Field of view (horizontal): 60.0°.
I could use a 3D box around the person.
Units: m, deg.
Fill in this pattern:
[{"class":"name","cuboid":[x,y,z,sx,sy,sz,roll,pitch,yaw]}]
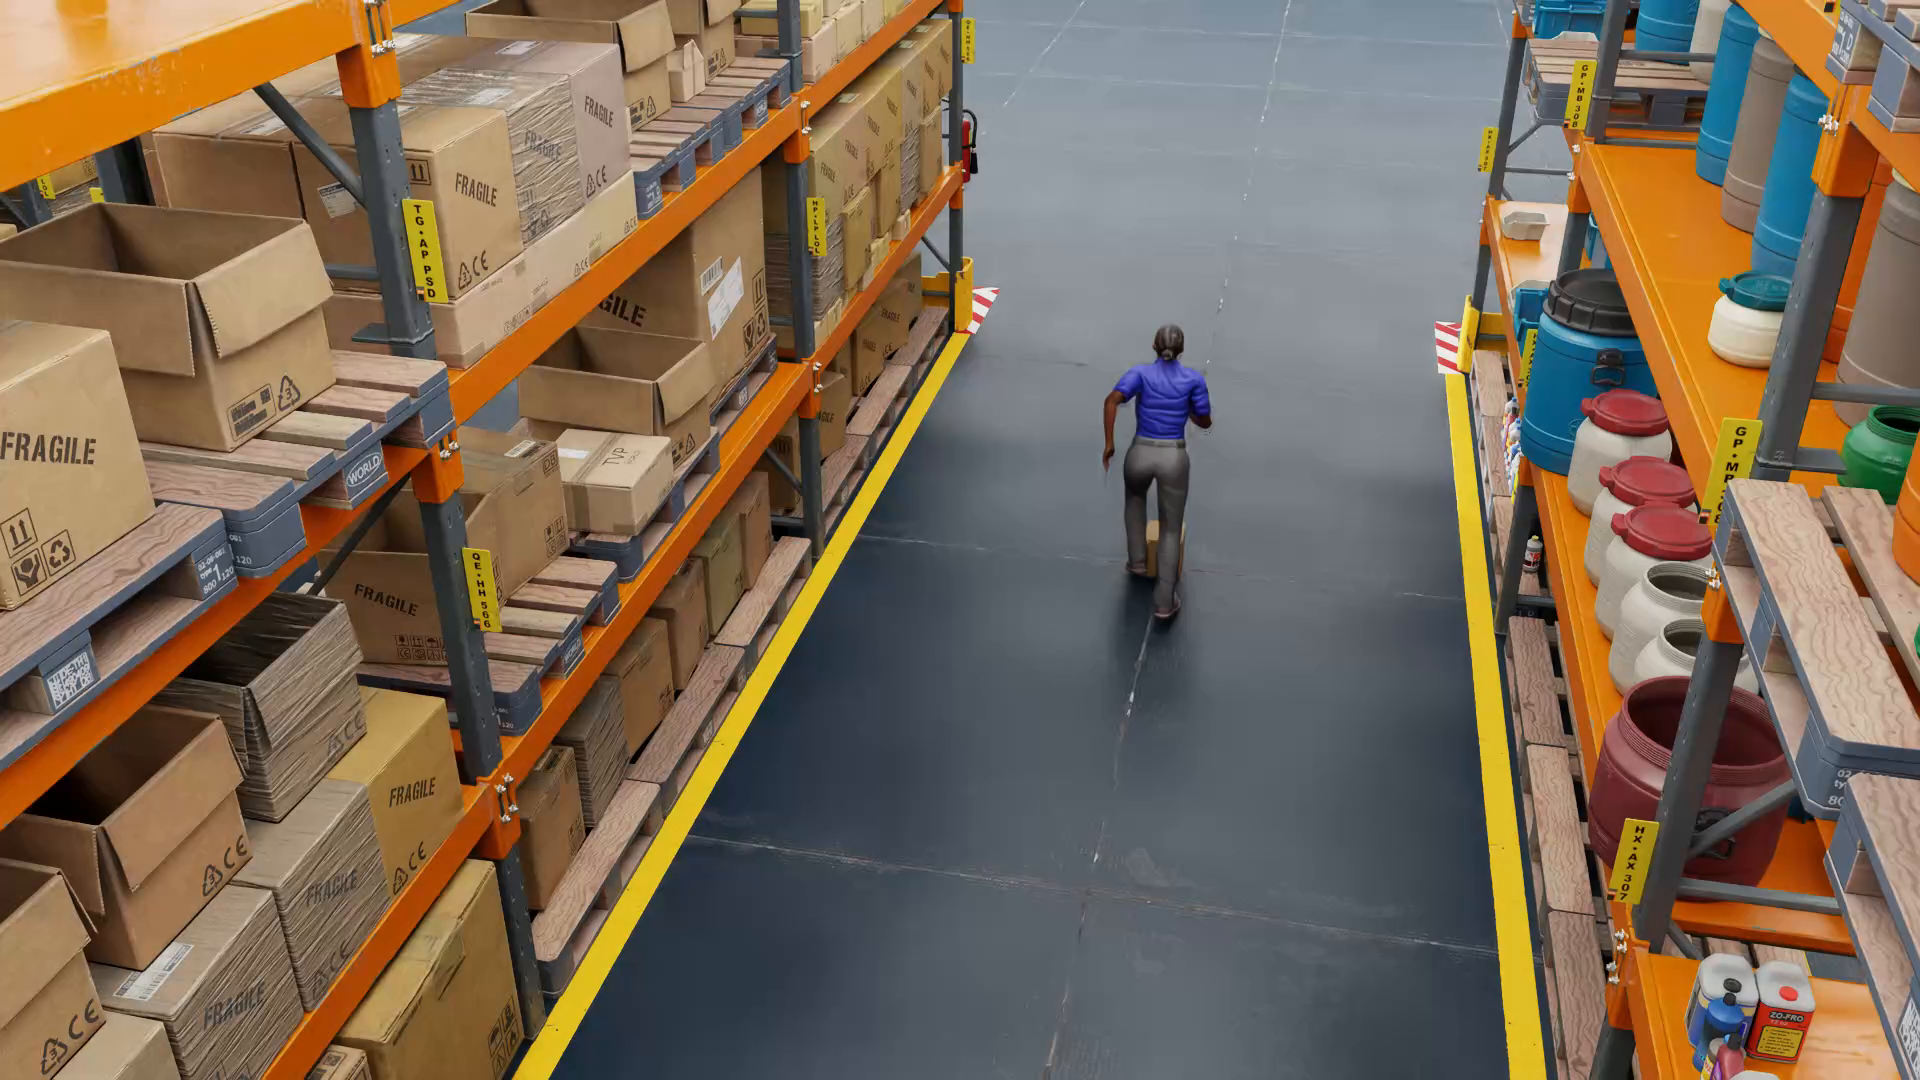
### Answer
[{"class":"person","cuboid":[1.112,-0.429,9.450,0.571,1.573,0.916,8,30,14]}]
